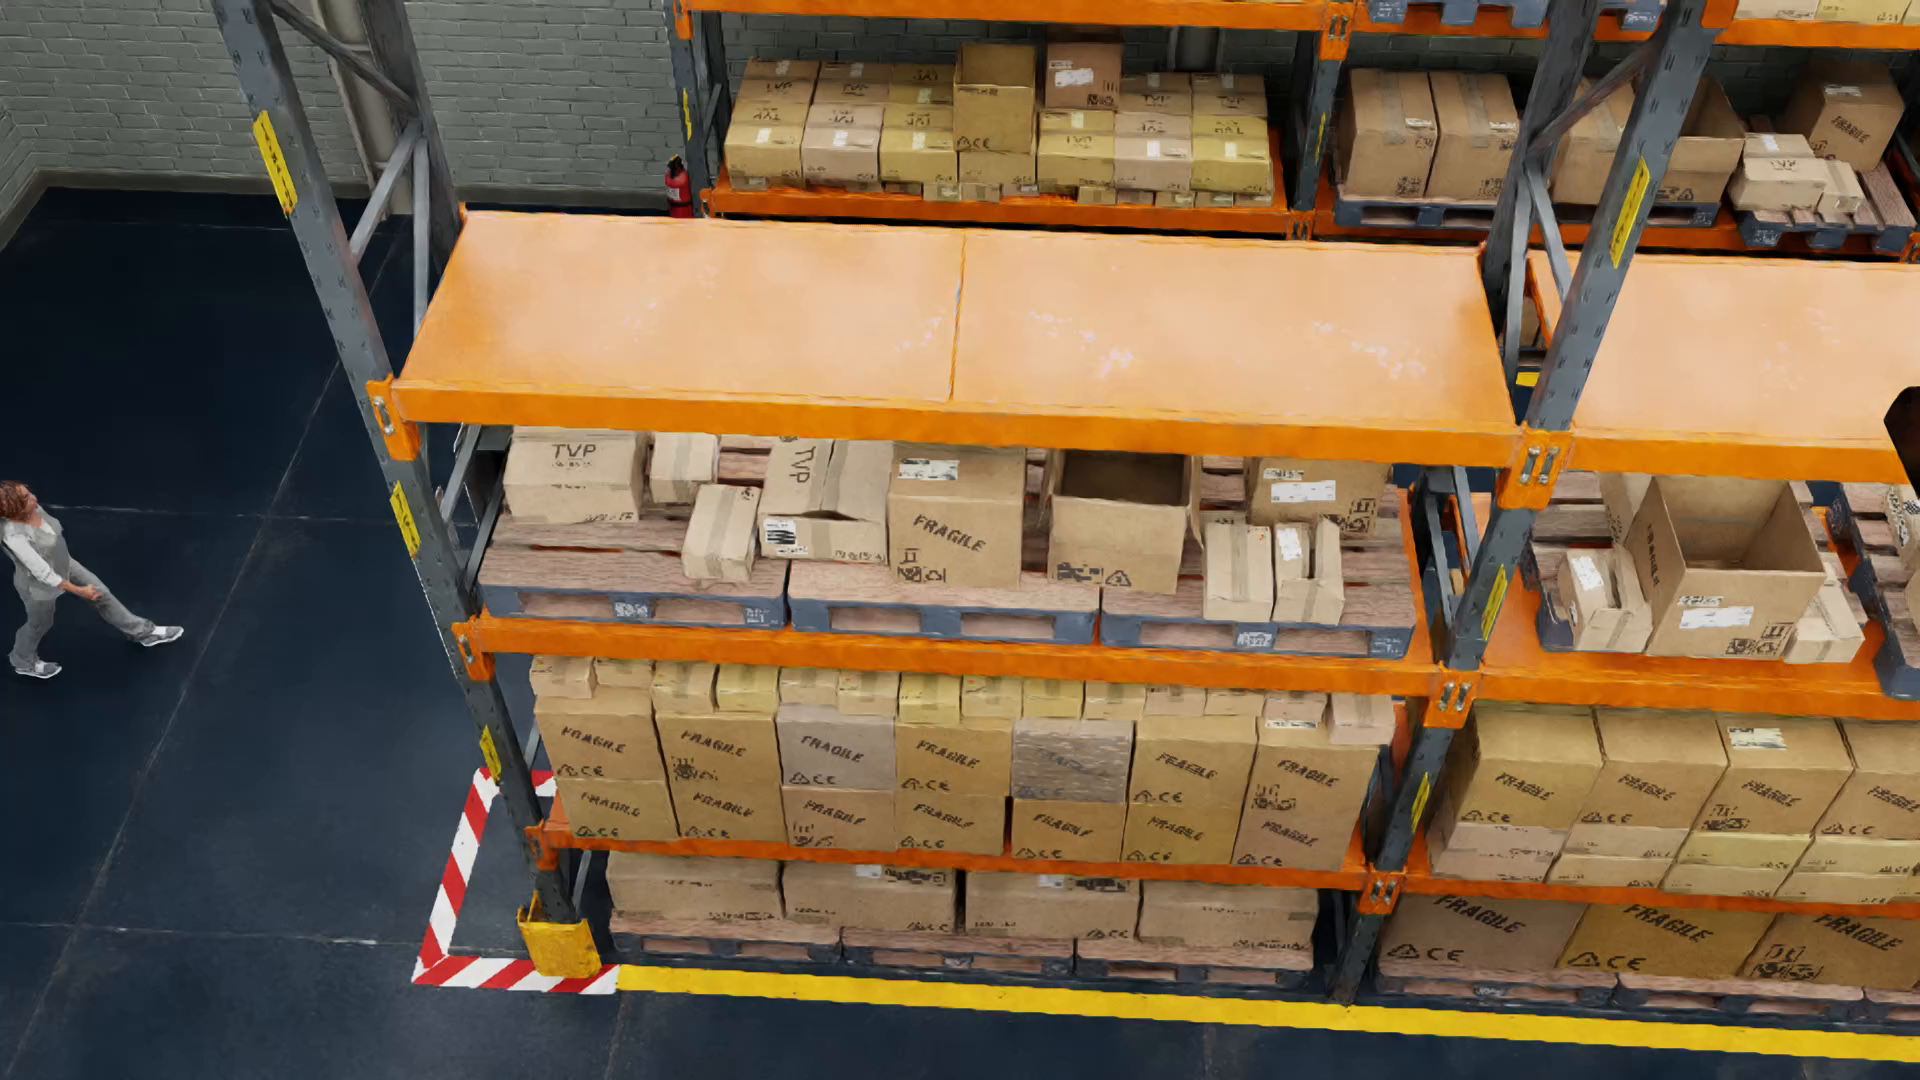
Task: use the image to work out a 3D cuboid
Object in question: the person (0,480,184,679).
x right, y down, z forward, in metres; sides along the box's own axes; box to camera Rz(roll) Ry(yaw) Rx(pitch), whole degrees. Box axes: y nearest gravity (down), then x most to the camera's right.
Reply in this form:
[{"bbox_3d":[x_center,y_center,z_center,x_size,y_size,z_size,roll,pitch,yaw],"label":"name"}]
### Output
[{"bbox_3d":[-5.191,0.217,9.494,0.956,1.534,0.411,-4,48,-4],"label":"person"}]
